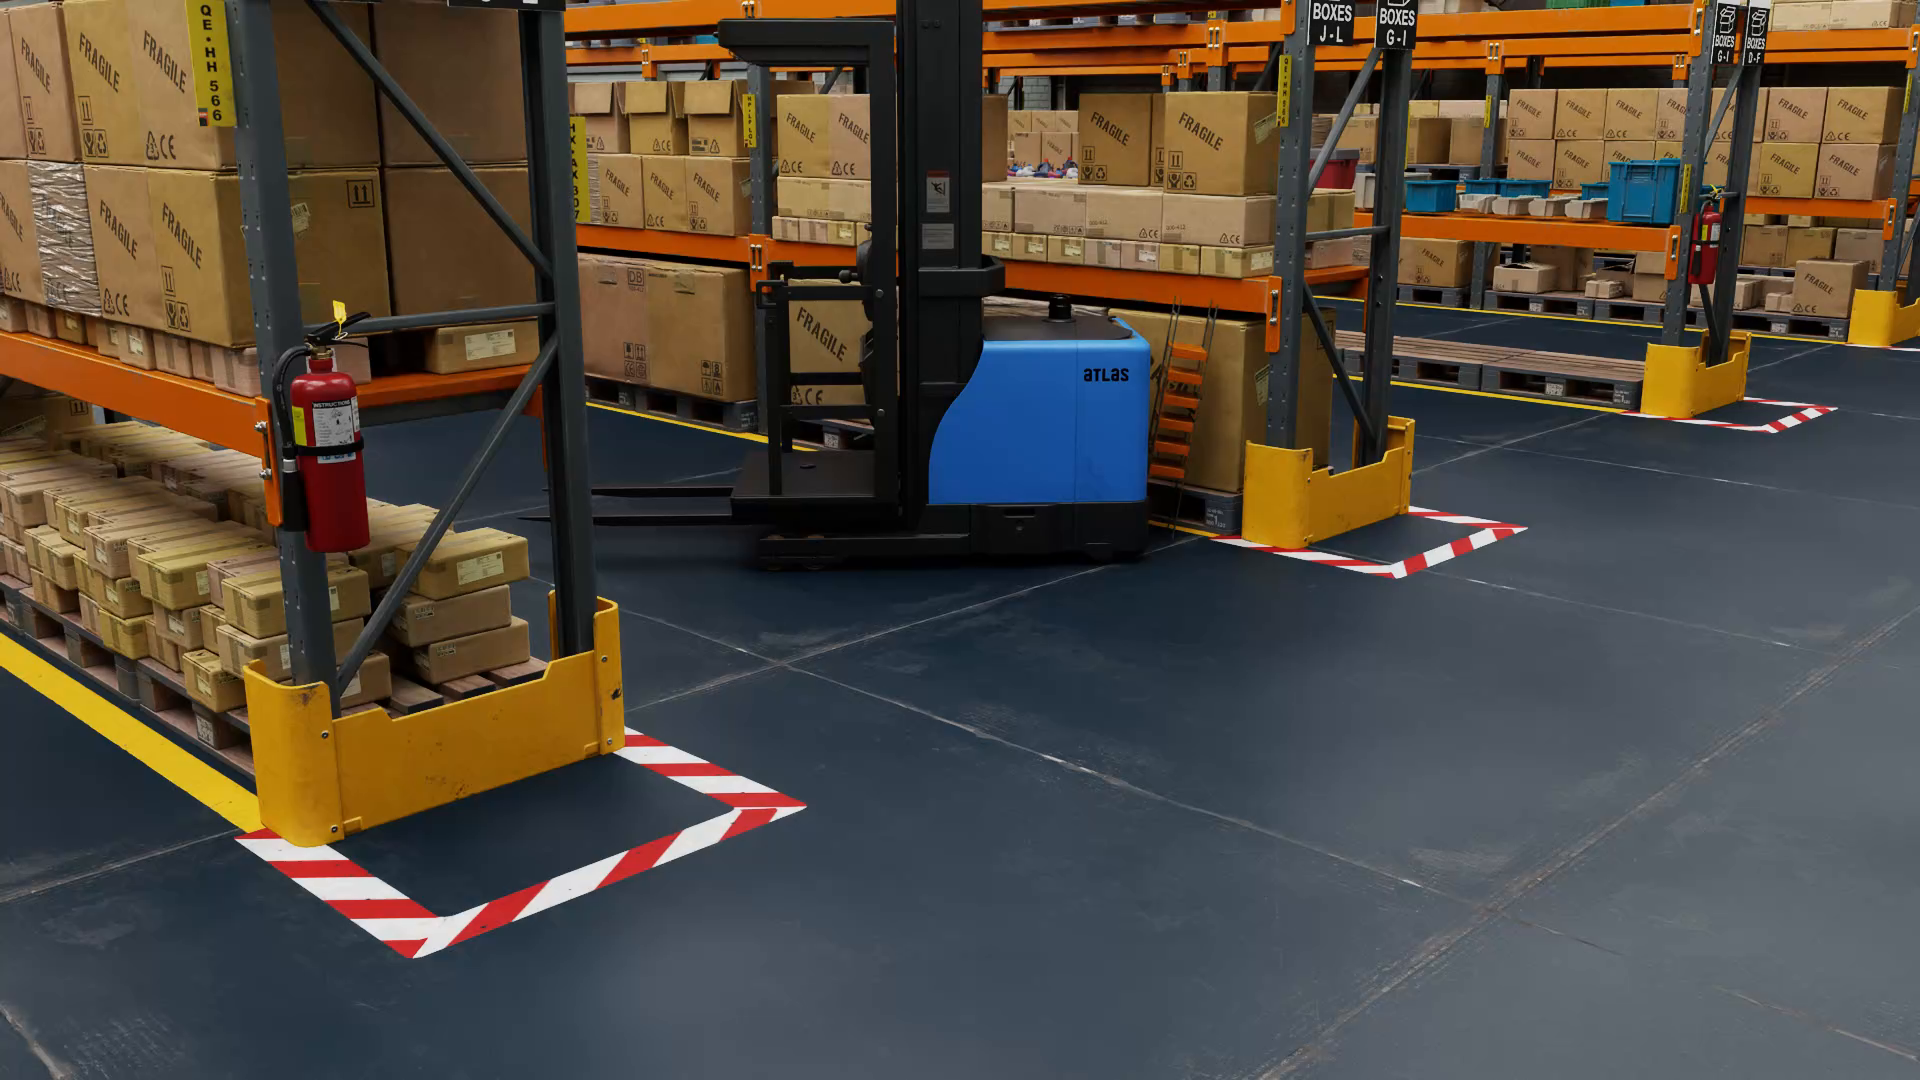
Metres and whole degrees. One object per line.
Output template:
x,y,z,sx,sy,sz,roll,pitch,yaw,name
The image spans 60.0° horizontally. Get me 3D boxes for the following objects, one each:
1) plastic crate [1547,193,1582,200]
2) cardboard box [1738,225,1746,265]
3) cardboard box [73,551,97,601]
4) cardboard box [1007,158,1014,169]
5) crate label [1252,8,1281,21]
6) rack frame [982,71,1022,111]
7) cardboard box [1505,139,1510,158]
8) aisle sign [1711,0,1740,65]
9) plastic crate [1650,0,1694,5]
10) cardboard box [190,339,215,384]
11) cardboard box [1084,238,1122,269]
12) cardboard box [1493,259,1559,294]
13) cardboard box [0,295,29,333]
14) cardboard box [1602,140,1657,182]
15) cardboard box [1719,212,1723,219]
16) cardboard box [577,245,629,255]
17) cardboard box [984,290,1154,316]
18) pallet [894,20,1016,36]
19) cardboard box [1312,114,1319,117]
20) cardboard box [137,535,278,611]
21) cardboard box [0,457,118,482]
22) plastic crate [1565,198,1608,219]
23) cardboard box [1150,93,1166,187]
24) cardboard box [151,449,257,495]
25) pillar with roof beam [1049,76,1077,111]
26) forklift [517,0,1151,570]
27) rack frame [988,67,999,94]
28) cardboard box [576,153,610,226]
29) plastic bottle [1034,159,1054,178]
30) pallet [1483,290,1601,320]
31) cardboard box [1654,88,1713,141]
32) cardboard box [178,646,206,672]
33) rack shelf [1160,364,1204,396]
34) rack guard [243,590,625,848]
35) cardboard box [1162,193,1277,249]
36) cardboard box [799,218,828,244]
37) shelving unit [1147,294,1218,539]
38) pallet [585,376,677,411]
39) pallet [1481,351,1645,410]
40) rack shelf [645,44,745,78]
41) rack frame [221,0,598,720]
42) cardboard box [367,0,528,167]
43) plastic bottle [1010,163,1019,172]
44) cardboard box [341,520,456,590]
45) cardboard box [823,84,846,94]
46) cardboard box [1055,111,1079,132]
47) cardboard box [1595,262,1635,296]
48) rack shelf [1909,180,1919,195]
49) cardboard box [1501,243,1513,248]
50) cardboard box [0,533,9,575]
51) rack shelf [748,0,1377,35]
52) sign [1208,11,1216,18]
4.744,-2.631,12.985,0.298,0.136,0.250,14,20,42,plastic crate
9.819,-3.779,21.112,0.500,0.500,0.700,14,20,43,cardboard box
-3.105,0.109,6.294,0.380,0.149,0.250,-13,20,-41,cardboard box
0.653,-5.122,22.638,0.250,0.149,0.380,14,20,42,cardboard box
2.627,-4.323,13.647,0.466,0.136,0.293,14,20,42,crate label
0.713,-7.035,29.484,0.127,3.000,1.000,14,20,42,rack frame
7.751,-5.436,22.516,0.500,0.500,0.500,-14,20,-43,cardboard box
5.203,-3.629,11.255,0.004,0.787,0.394,14,20,42,aisle sign
5.271,-3.943,11.926,0.590,0.269,0.497,14,20,42,plastic crate
-2.183,-0.590,5.245,0.250,0.149,0.380,14,20,42,cardboard box
0.884,-1.552,8.938,0.250,0.149,0.380,14,20,43,cardboard box
6.068,-2.834,17.821,0.500,0.311,0.500,14,20,42,cardboard box
-3.520,-0.903,6.447,0.380,0.149,0.250,-13,20,-42,cardboard box
6.823,-3.768,16.746,0.500,0.500,0.500,14,20,42,cardboard box
9.852,-4.155,21.266,0.250,0.149,0.380,14,20,42,cardboard box
-2.724,-1.831,12.891,0.875,0.875,1.225,14,20,42,cardboard box
0.745,-0.970,9.585,0.875,0.875,0.875,14,20,42,cardboard box
0.078,-5.045,16.272,1.213,0.211,1.003,14,20,42,pallet
5.215,-6.191,25.172,0.500,0.500,0.700,14,20,42,cardboard box
-2.571,0.110,5.702,0.250,0.149,0.380,13,20,41,cardboard box
-3.797,-0.233,7.019,0.250,0.149,0.380,13,19,41,cardboard box
4.642,-2.448,12.283,0.243,0.136,0.396,14,20,42,plastic crate
1.399,-2.193,9.118,0.500,0.500,0.500,13,19,41,cardboard box
-3.254,-0.282,7.206,0.250,0.149,0.380,12,19,40,cardboard box
-1.171,-9.191,25.861,0.400,9.000,9.100,14,20,42,pillar with roof beam
-0.625,-1.411,8.034,3.031,2.935,1.130,-1,15,-3,forklift
0.157,-5.435,23.344,0.127,3.000,1.000,14,20,42,rack frame
-2.579,-2.585,12.206,0.500,0.500,0.500,14,20,42,cardboard box
0.793,-3.407,15.658,0.185,0.351,0.144,14,20,42,plastic bottle
6.410,-2.565,17.860,1.213,0.211,1.003,14,20,42,pallet
7.174,-4.164,16.281,0.500,0.500,0.500,-14,20,-42,cardboard box
-2.508,0.378,5.852,0.250,0.149,0.380,14,20,42,cardboard box
1.113,-0.809,8.360,0.180,0.103,0.258,9,15,-1,rack shelf
-1.653,0.541,5.364,0.348,0.500,1.175,14,20,42,rack guard
1.384,-1.646,8.507,0.500,0.250,0.500,13,20,41,cardboard box
-0.792,-1.958,10.497,0.250,0.149,0.380,13,19,40,cardboard box
1.083,-0.623,8.409,0.189,1.200,0.258,9,15,-1,shelving unit
-2.453,-1.223,12.709,1.213,0.211,1.003,14,20,42,pallet
4.788,-1.239,12.768,1.213,0.211,1.003,14,20,42,pallet
-1.844,-5.290,18.265,4.000,0.370,1.077,14,20,42,rack shelf
-1.599,-0.655,4.998,0.127,3.000,1.000,14,20,42,rack frame
-1.738,-1.458,5.308,0.500,0.500,0.500,14,20,42,cardboard box
0.560,-3.683,16.874,0.097,0.271,0.097,0,15,0,plastic bottle
-2.022,0.053,5.919,0.380,0.149,0.250,-14,20,-43,cardboard box
-1.611,-6.539,24.809,0.500,0.500,0.700,14,20,42,cardboard box
1.944,-6.929,27.847,0.500,0.500,0.500,-14,20,-42,cardboard box
7.063,-2.768,17.565,0.500,0.311,0.500,14,20,42,cardboard box
10.791,-4.237,20.171,4.000,0.370,1.077,14,20,42,rack shelf
7.537,-4.491,23.150,0.750,0.750,0.750,14,20,42,cardboard box
-4.032,0.024,7.213,0.250,0.149,0.380,14,20,42,cardboard box
0.477,-2.991,9.441,4.000,0.370,1.077,14,20,42,rack shelf
2.092,-4.493,13.761,0.005,0.325,0.100,14,20,42,sign
